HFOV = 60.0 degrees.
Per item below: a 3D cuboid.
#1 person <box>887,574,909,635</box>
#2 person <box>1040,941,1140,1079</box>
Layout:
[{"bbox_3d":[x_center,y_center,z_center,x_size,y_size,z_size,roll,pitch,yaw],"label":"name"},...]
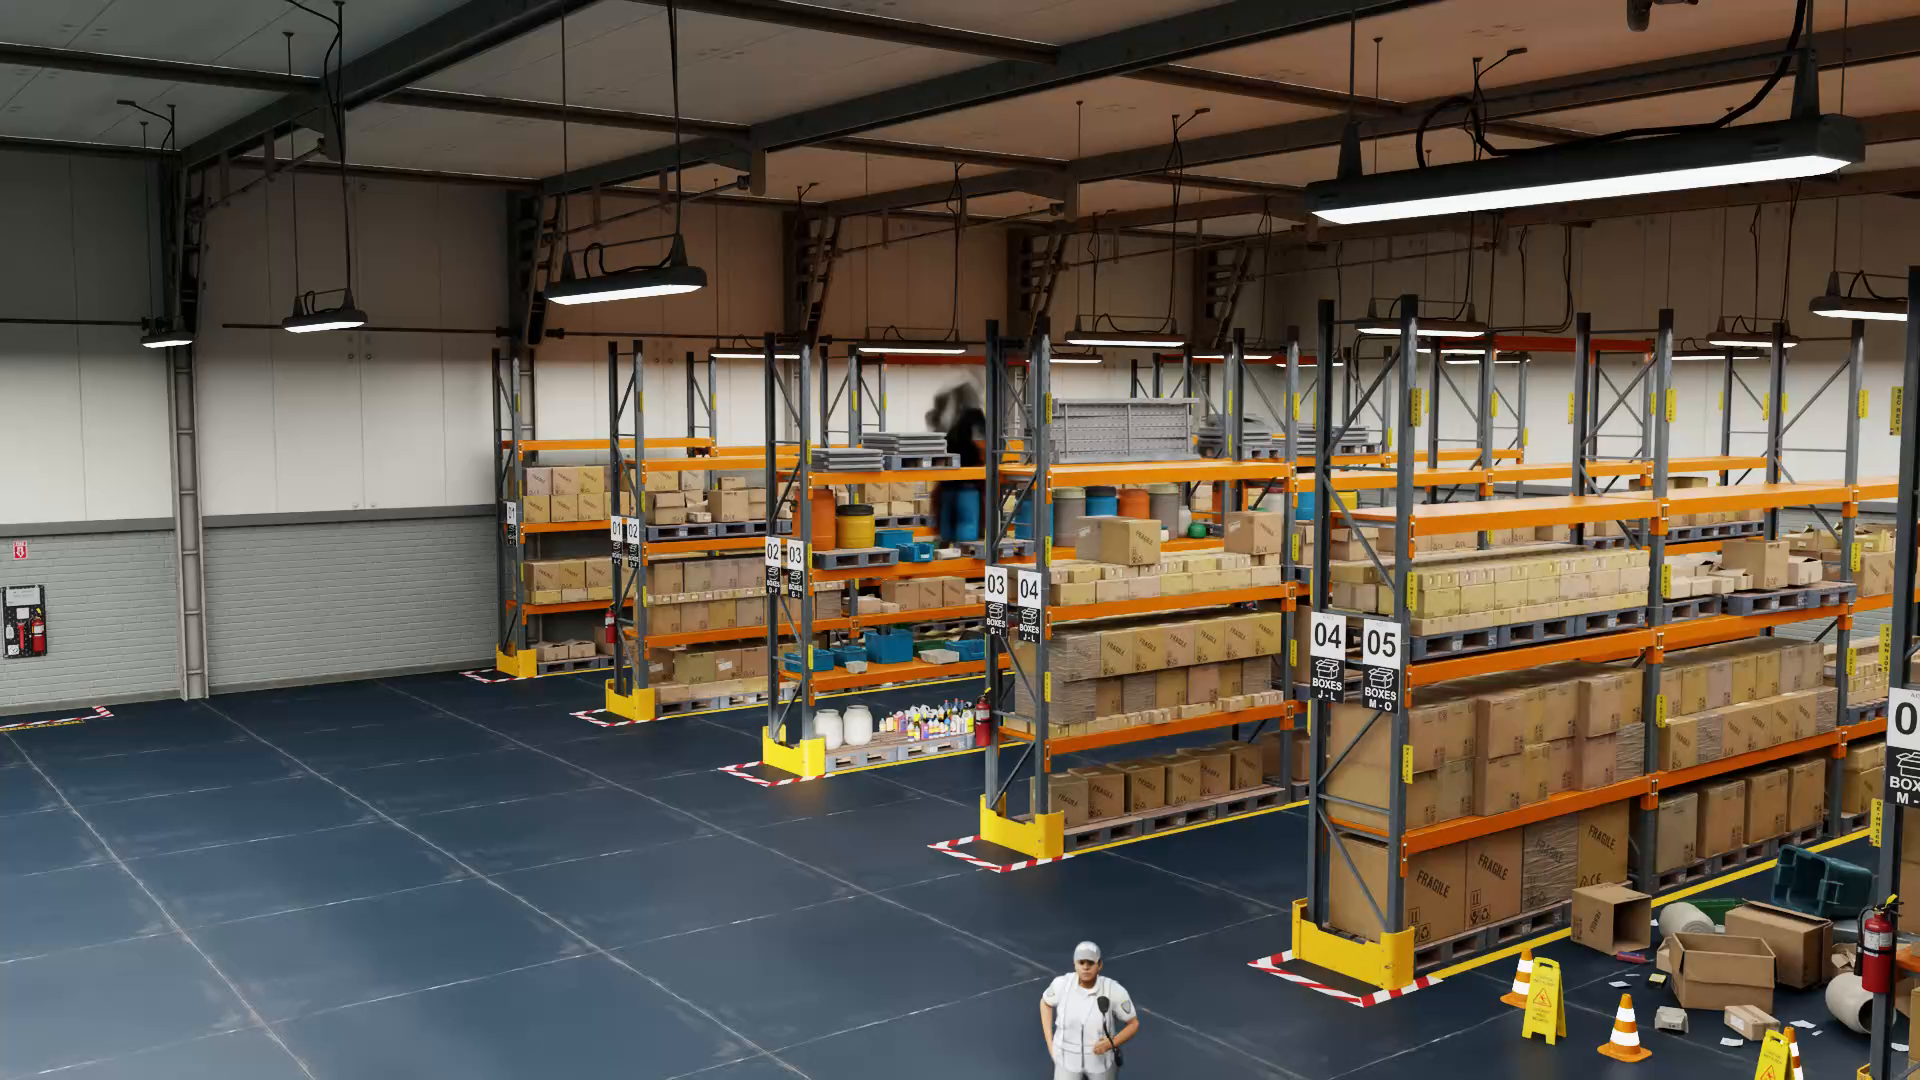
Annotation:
[{"bbox_3d":[-1.113,1.478,32.069,0.780,1.748,0.663,-5,7,-44],"label":"person"},{"bbox_3d":[0.823,3.404,10.722,0.663,1.664,0.593,1,5,10],"label":"person"}]
